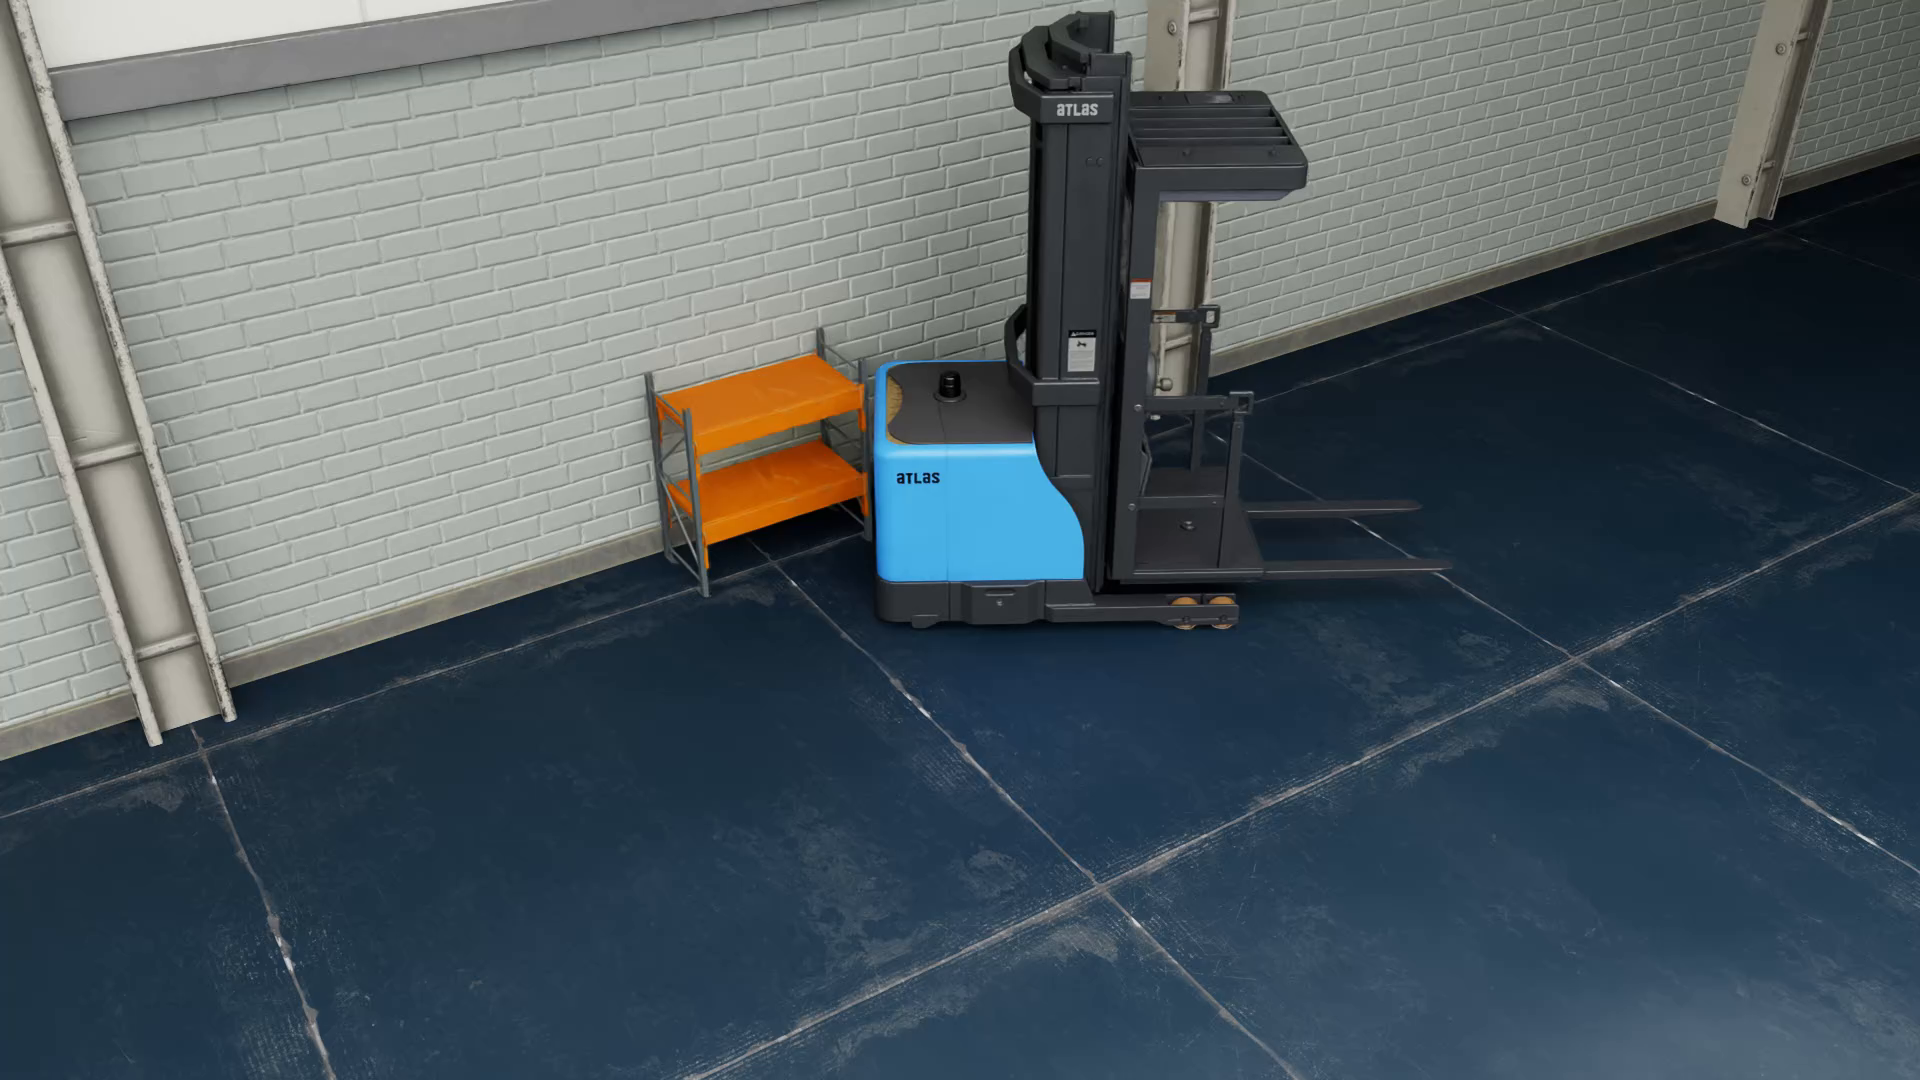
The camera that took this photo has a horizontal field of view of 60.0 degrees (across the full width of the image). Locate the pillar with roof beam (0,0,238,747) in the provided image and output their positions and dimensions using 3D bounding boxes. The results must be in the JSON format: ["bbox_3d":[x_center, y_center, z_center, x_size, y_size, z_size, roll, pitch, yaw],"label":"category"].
[{"bbox_3d":[-1.395,-1.027,2.565,0.400,9.000,9.100,-19,37,-27],"label":"pillar with roof beam"}]

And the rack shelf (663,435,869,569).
[{"bbox_3d":[-1.064,-0.222,9.125,1.000,0.278,0.538,-19,37,-28],"label":"rack shelf"}]

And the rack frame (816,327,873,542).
[{"bbox_3d":[-0.640,-0.578,9.232,0.032,1.125,0.500,-19,37,-28],"label":"rack frame"}]

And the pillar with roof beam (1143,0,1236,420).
[{"bbox_3d":[3.648,-2.761,5.315,0.400,9.000,9.100,-19,37,-27],"label":"pillar with roof beam"}]

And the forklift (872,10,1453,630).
[{"bbox_3d":[1.065,-1.058,8.302,3.031,2.935,1.130,-1,32,-2],"label":"forklift"}]

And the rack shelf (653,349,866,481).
[{"bbox_3d":[-1.065,-0.677,8.840,1.000,0.278,0.538,-19,37,-28],"label":"rack shelf"}]

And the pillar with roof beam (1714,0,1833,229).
[{"bbox_3d":[8.691,-4.496,8.064,0.400,9.000,9.100,-19,37,-27],"label":"pillar with roof beam"}]

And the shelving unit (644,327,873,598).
[{"bbox_3d":[-1.065,-0.429,8.995,1.048,1.125,0.538,-19,37,-28],"label":"shelving unit"}]

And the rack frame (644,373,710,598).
[{"bbox_3d":[-1.490,-0.280,8.759,0.032,1.125,0.500,-19,37,-28],"label":"rack frame"}]
